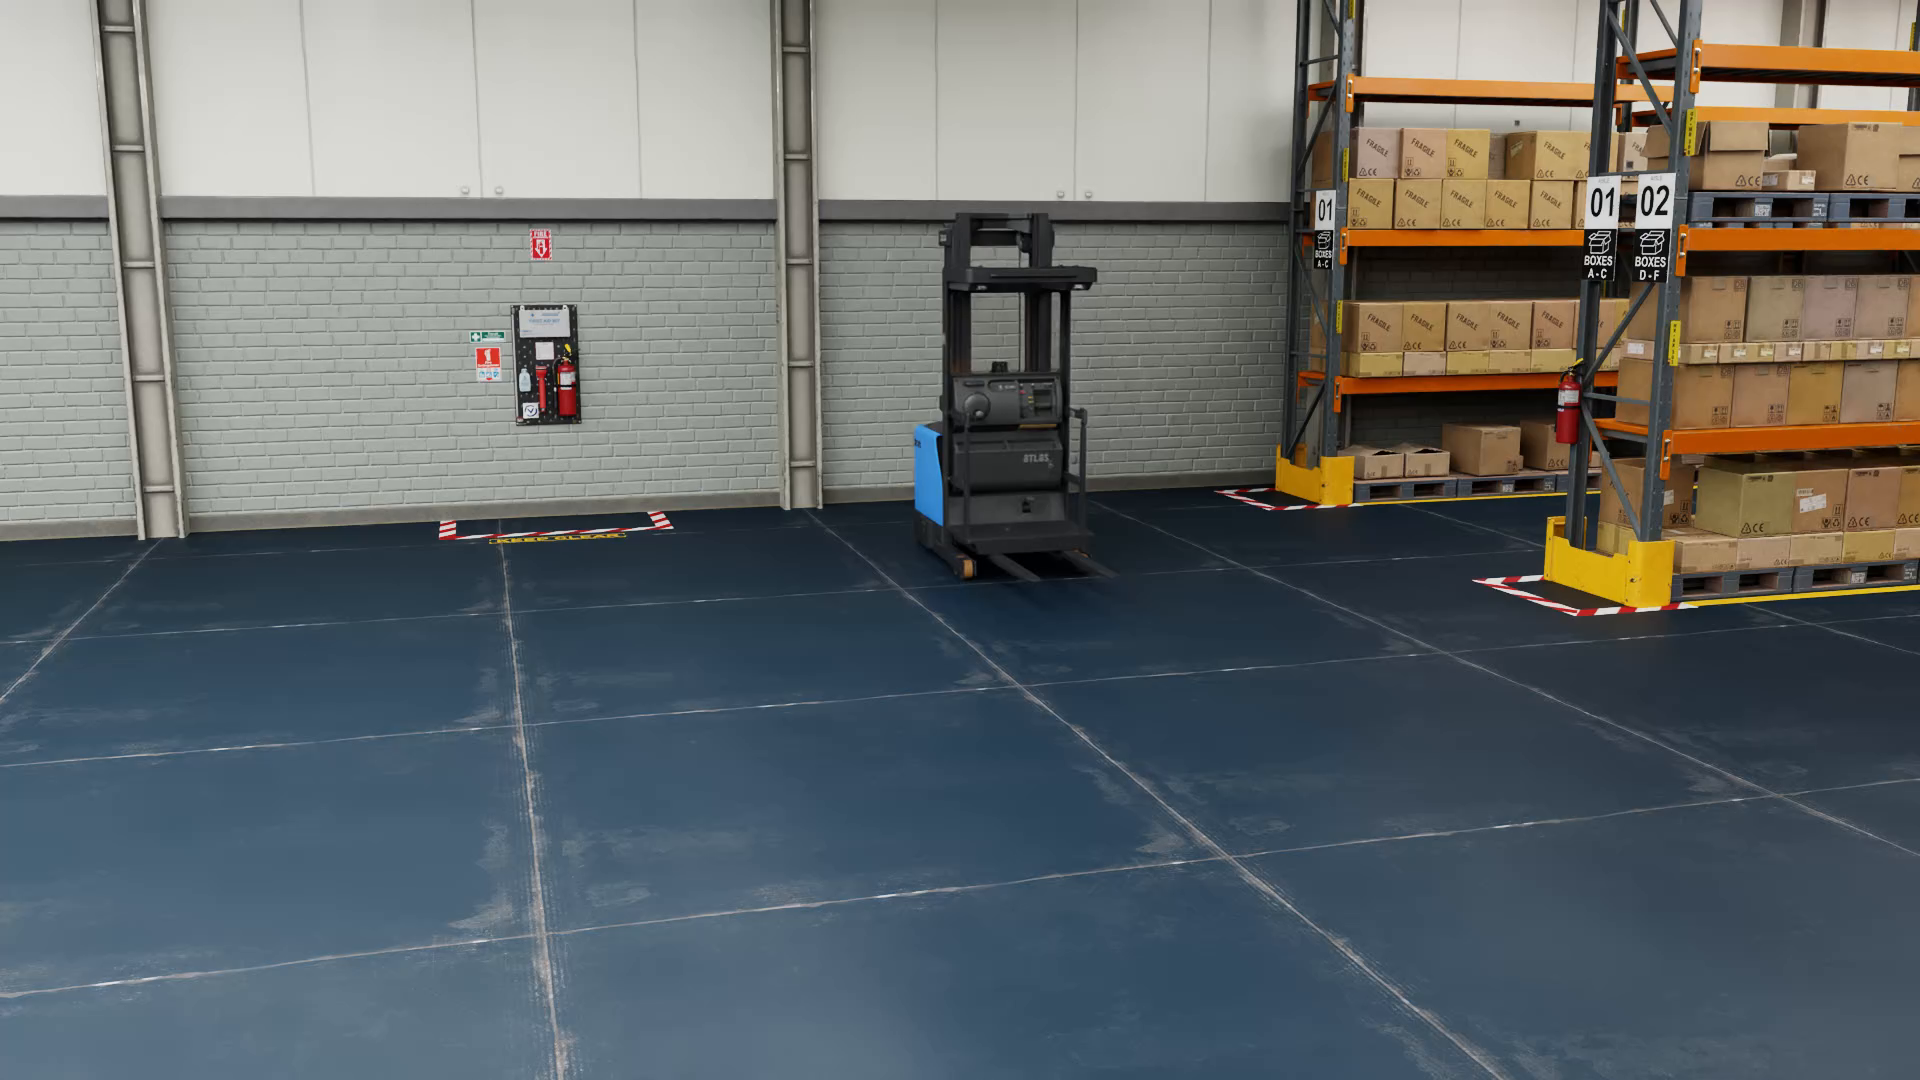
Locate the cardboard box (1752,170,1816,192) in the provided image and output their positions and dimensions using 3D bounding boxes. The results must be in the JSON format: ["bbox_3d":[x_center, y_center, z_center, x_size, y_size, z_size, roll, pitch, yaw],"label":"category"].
[{"bbox_3d":[6.265,-2.730,12.658,0.250,0.149,0.380,-3,11,-16],"label":"cardboard box"}]

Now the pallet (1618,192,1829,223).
[{"bbox_3d":[5.772,-2.537,12.707,1.213,0.211,1.003,-3,11,-16],"label":"pallet"}]

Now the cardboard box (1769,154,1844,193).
[{"bbox_3d":[6.652,-2.913,13.204,0.500,0.311,0.500,-2,11,-9],"label":"cardboard box"}]

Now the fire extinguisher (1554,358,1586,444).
[{"bbox_3d":[4.843,-1.111,13.213,0.183,0.674,0.296,-3,11,-16],"label":"fire extinguisher"}]

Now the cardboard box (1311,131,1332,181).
[{"bbox_3d":[4.039,-4.028,17.469,0.500,0.500,0.500,-3,11,-13],"label":"cardboard box"}]

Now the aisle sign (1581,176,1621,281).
[{"bbox_3d":[4.941,-2.400,12.824,0.004,0.787,0.394,-3,11,-16],"label":"aisle sign"}]

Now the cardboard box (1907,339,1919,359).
[{"bbox_3d":[7.506,-1.530,13.207,0.250,0.149,0.380,-3,11,-14],"label":"cardboard box"}]

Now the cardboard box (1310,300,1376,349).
[{"bbox_3d":[4.091,-2.301,17.751,0.500,0.500,0.500,-3,11,-17],"label":"cardboard box"}]

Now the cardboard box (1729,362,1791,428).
[{"bbox_3d":[6.041,-1.172,13.056,0.500,0.500,0.700,-3,11,-14],"label":"cardboard box"}]

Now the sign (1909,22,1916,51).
[{"bbox_3d":[11.221,-5.924,19.557,0.005,0.325,0.100,-3,11,-16],"label":"sign"}]

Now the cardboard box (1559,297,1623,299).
[{"bbox_3d":[7.029,-2.455,18.588,0.500,0.500,0.500,-3,11,-17],"label":"cardboard box"}]

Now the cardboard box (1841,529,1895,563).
[{"bbox_3d":[7.104,0.007,13.359,0.500,0.250,0.500,-3,11,-16],"label":"cardboard box"}]

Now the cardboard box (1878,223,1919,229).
[{"bbox_3d":[10.763,-3.698,18.958,0.500,0.311,0.500,-3,11,-16],"label":"cardboard box"}]

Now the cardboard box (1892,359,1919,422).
[{"bbox_3d":[7.515,-1.250,13.477,0.500,0.500,0.700,-3,11,-15],"label":"cardboard box"}]

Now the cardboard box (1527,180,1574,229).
[{"bbox_3d":[6.112,-3.545,17.607,0.500,0.500,0.500,-3,11,-18],"label":"cardboard box"}]

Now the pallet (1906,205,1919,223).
[{"bbox_3d":[8.115,-2.661,13.377,1.213,0.211,1.003,-3,11,-16],"label":"pallet"}]

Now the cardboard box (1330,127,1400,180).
[{"bbox_3d":[4.136,-3.938,16.981,0.500,0.500,0.500,-4,11,-20],"label":"cardboard box"}]

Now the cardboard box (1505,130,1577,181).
[{"bbox_3d":[6.112,-4.033,17.496,0.500,0.500,0.500,-3,11,-18],"label":"cardboard box"}]

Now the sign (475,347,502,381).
[{"bbox_3d":[-4.576,-1.706,16.136,0.234,0.329,0.001,-3,11,-16],"label":"sign"}]

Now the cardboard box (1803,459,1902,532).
[{"bbox_3d":[7.104,-0.361,13.290,0.500,0.500,0.500,-3,11,-16],"label":"cardboard box"}]

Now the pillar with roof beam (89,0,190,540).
[{"bbox_3d":[-6.190,-3.716,10.579,0.400,9.000,9.100,-3,11,-16],"label":"pillar with roof beam"}]

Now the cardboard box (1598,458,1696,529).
[{"bbox_3d":[5.518,-0.376,13.372,0.500,0.500,0.500,-3,11,-16],"label":"cardboard box"}]

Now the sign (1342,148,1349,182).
[{"bbox_3d":[3.850,-3.746,16.614,0.005,0.325,0.100,-3,11,-16],"label":"sign"}]

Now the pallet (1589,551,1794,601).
[{"bbox_3d":[5.809,0.251,13.302,1.213,0.211,1.003,-3,11,-16],"label":"pallet"}]

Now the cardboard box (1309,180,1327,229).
[{"bbox_3d":[4.028,-3.535,17.548,0.500,0.500,0.500,-2,11,-12],"label":"cardboard box"}]

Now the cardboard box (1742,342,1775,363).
[{"bbox_3d":[6.016,-1.451,12.779,0.250,0.149,0.380,-3,11,-16],"label":"cardboard box"}]

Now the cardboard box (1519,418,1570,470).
[{"bbox_3d":[6.553,-1.065,18.440,0.500,0.500,0.500,-4,11,-20],"label":"cardboard box"}]

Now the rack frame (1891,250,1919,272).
[{"bbox_3d":[11.379,-2.340,19.676,0.127,3.000,1.000,-3,11,-16],"label":"rack frame"}]

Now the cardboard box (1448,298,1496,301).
[{"bbox_3d":[5.556,-2.377,18.165,0.500,0.500,0.500,-3,11,-15],"label":"cardboard box"}]

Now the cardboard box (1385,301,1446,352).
[{"bbox_3d":[4.718,-2.235,17.395,0.500,0.500,0.500,-3,11,-16],"label":"cardboard box"}]

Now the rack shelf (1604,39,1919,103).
[{"bbox_3d":[7.006,-3.575,12.908,4.000,0.370,1.077,-3,11,-16],"label":"rack shelf"}]

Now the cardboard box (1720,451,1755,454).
[{"bbox_3d":[8.723,-1.200,19.170,0.500,0.500,0.700,-3,11,-17],"label":"cardboard box"}]

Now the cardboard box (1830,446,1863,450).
[{"bbox_3d":[10.175,-1.276,19.583,0.500,0.500,0.700,-3,11,-16],"label":"cardboard box"}]

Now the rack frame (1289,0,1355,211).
[{"bbox_3d":[3.698,-4.886,16.934,0.127,3.000,1.000,-3,11,-16],"label":"rack frame"}]

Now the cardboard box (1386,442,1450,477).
[{"bbox_3d":[4.935,-0.877,17.942,0.500,0.311,0.500,-2,11,-11],"label":"cardboard box"}]

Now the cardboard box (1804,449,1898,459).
[{"bbox_3d":[7.434,-0.480,13.936,0.500,0.500,0.500,-3,11,-16],"label":"cardboard box"}]

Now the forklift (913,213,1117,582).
[{"bbox_3d":[0.458,-1.197,13.659,1.130,2.935,3.031,-3,11,-15],"label":"forklift"}]

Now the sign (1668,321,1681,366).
[{"bbox_3d":[5.236,-1.442,12.189,0.005,0.325,0.100,-3,11,-16],"label":"sign"}]

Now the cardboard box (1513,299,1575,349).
[{"bbox_3d":[6.207,-2.315,17.827,0.500,0.500,0.500,-3,11,-18],"label":"cardboard box"}]

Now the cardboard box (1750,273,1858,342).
[{"bbox_3d":[6.576,-1.839,13.094,0.500,0.500,0.700,-3,11,-16],"label":"cardboard box"}]

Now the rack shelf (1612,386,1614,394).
[{"bbox_3d":[9.459,-1.885,19.191,4.000,0.370,1.077,-3,11,-16],"label":"rack shelf"}]

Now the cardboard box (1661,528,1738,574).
[{"bbox_3d":[5.663,0.083,12.949,0.500,0.250,0.500,-3,11,-16],"label":"cardboard box"}]

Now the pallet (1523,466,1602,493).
[{"bbox_3d":[6.904,-0.726,18.611,1.213,0.211,1.003,-3,11,-16],"label":"pallet"}]

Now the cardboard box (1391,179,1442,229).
[{"bbox_3d":[4.615,-3.464,17.164,0.500,0.500,0.500,-2,11,-12],"label":"cardboard box"}]

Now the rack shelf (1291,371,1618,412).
[{"bbox_3d":[5.618,-1.683,18.092,4.000,0.370,1.077,-3,11,-16],"label":"rack shelf"}]

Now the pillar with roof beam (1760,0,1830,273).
[{"bbox_3d":[11.092,-4.627,15.527,0.400,9.000,9.100,-3,11,-16],"label":"pillar with roof beam"}]

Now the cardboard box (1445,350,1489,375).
[{"bbox_3d":[5.241,-1.894,17.614,0.500,0.250,0.500,-3,11,-17],"label":"cardboard box"}]

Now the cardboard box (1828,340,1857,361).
[{"bbox_3d":[6.759,-1.490,12.993,0.250,0.149,0.380,-3,11,-17],"label":"cardboard box"}]

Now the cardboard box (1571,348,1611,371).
[{"bbox_3d":[6.688,-1.973,18.043,0.500,0.250,0.500,-3,11,-16],"label":"cardboard box"}]

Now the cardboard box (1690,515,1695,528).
[{"bbox_3d":[5.995,-0.034,13.586,0.500,0.250,0.500,-3,11,-16],"label":"cardboard box"}]
